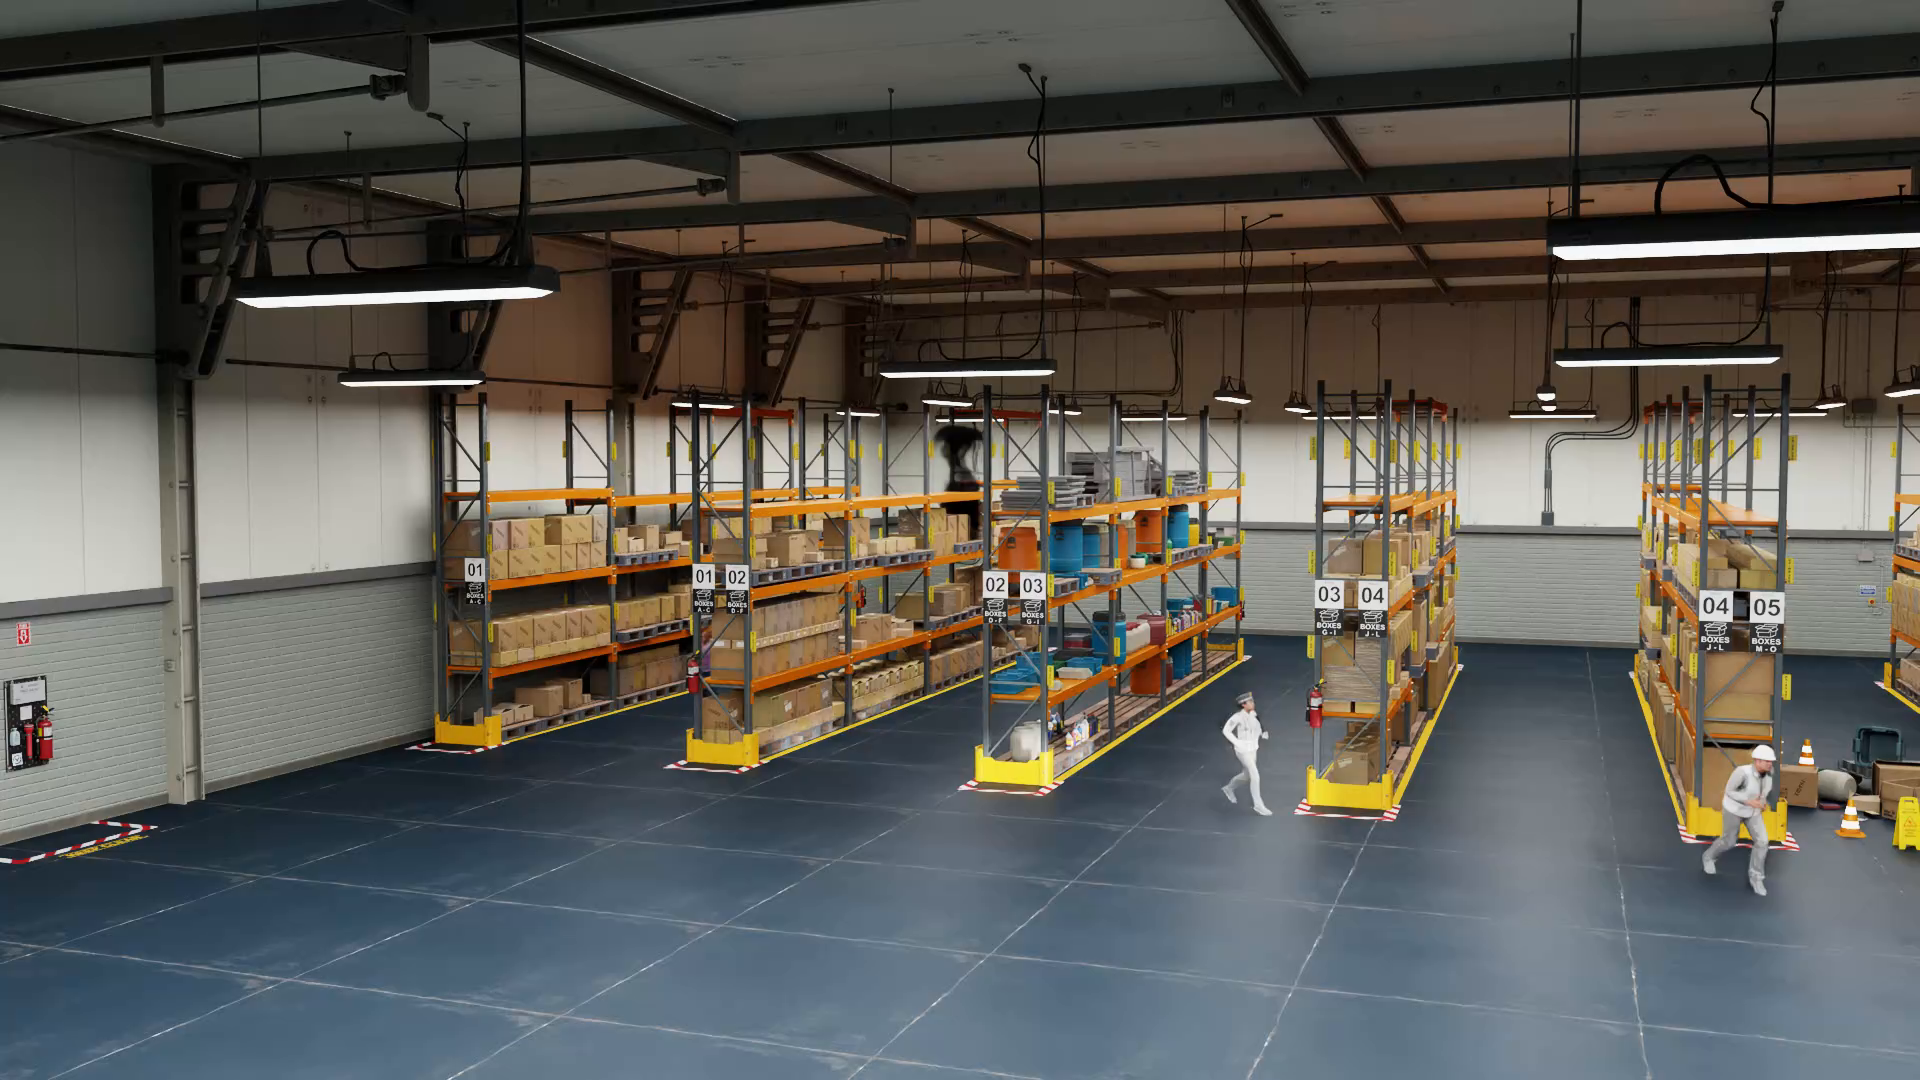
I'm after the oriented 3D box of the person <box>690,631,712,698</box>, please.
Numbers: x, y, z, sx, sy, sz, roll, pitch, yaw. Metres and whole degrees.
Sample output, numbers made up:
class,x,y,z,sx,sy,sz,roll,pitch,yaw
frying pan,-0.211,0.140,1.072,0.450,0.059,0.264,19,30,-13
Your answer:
class,x,y,z,sx,sy,sz,roll,pitch,yaw
person,-4.900,2.522,31.742,0.538,1.566,0.576,0,3,4

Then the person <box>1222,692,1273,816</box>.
class,x,y,z,sx,sy,sz,roll,pitch,yaw
person,3.935,2.936,23.042,0.826,1.710,0.626,3,4,41

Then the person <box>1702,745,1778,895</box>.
class,x,y,z,sx,sy,sz,roll,pitch,yaw
person,8.985,3.164,19.146,0.701,1.733,1.044,-1,3,-18
